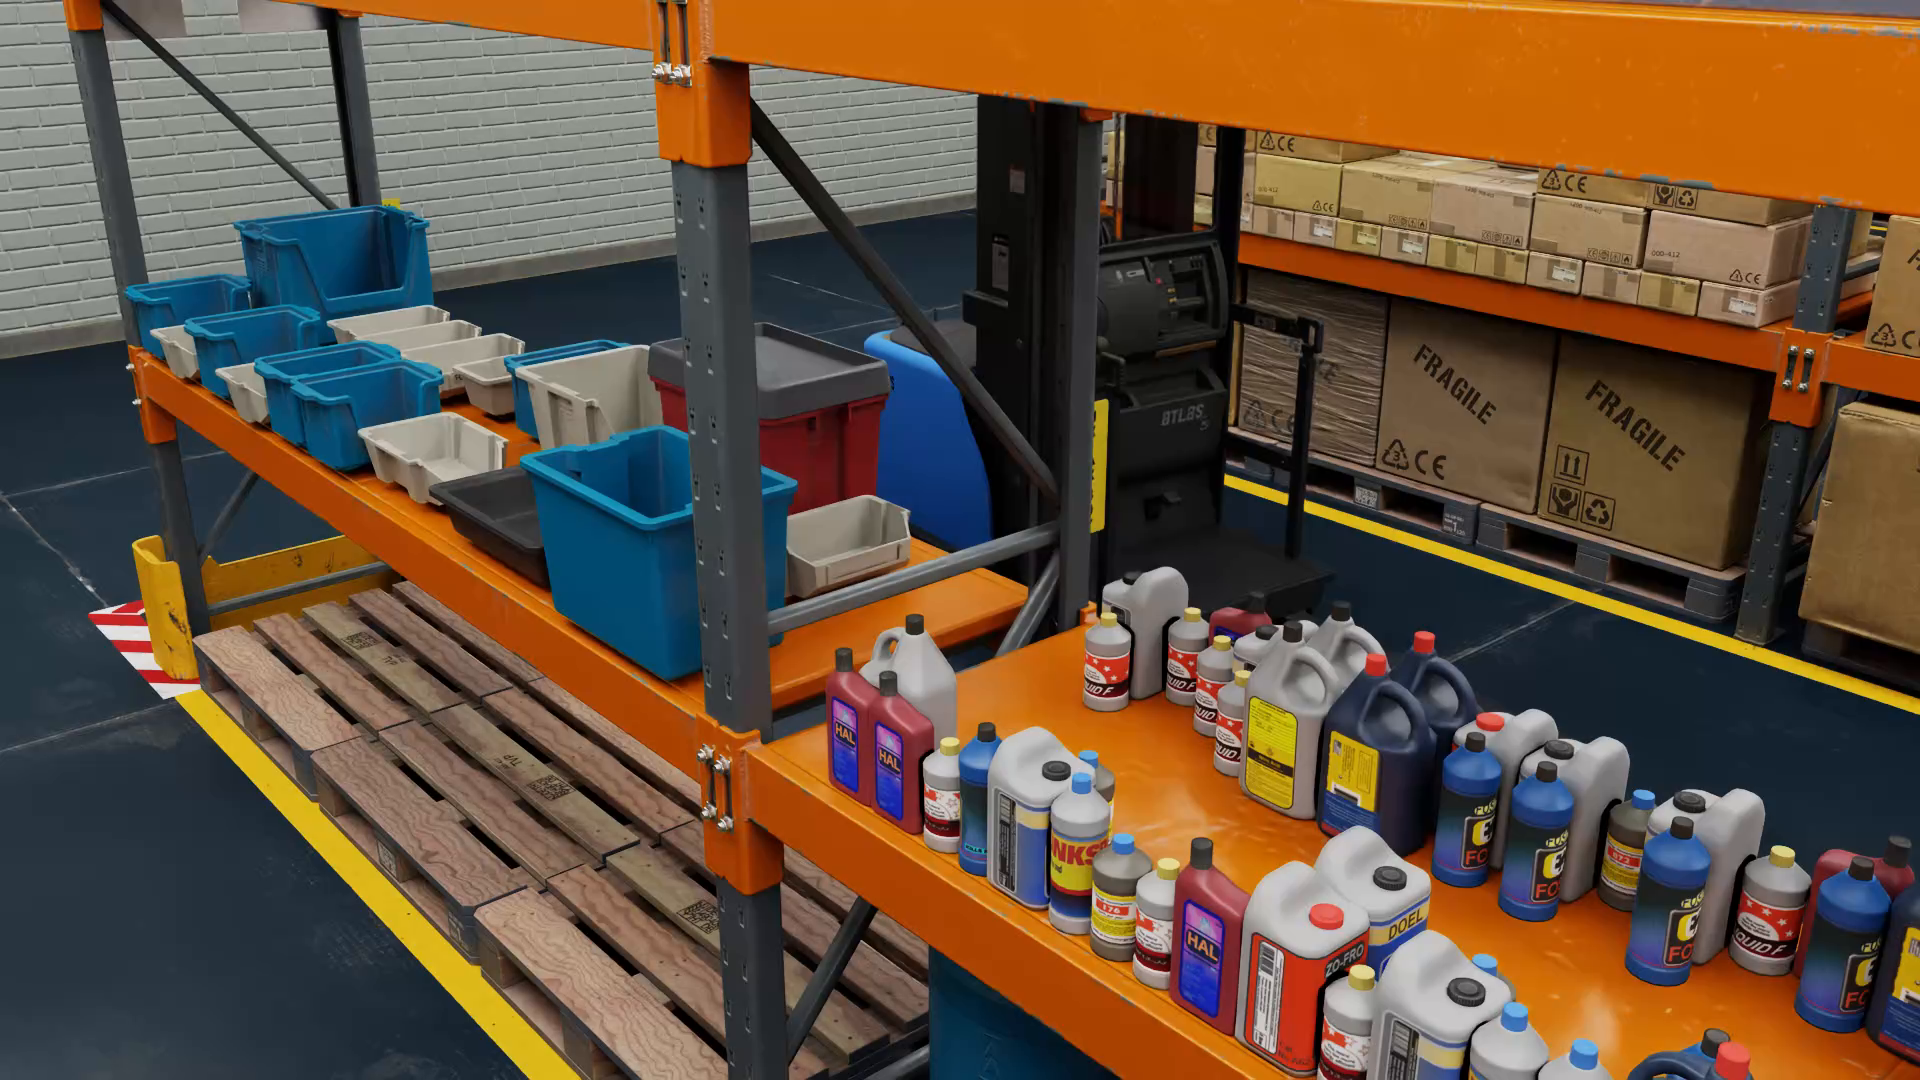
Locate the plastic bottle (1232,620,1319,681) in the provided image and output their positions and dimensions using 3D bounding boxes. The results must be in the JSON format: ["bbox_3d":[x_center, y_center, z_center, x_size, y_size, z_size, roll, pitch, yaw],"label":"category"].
[{"bbox_3d":[0.631,0.283,3.319,0.152,0.276,0.135,-17,27,-37],"label":"plastic bottle"}]

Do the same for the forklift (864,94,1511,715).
[{"bbox_3d":[0.803,-0.936,6.356,1.130,2.935,3.031,-14,25,-32],"label":"forklift"}]

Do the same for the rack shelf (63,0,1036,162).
[{"bbox_3d":[-1.416,-1.522,4.631,1.077,0.370,4.000,-17,27,-37],"label":"rack shelf"}]

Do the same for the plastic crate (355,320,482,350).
[{"bbox_3d":[-1.873,-0.652,5.816,0.396,0.136,0.243,-17,27,-37],"label":"plastic crate"}]

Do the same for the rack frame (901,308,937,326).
[{"bbox_3d":[-0.193,-0.593,8.058,0.200,1.050,0.008,-14,25,-32],"label":"rack frame"}]

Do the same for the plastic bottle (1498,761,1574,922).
[{"bbox_3d":[0.965,0.496,2.780,0.097,0.271,0.097,0,21,0],"label":"plastic bottle"}]

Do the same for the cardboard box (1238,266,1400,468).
[{"bbox_3d":[2.104,-0.989,8.734,0.875,0.875,0.875,-17,27,-37],"label":"cardboard box"}]

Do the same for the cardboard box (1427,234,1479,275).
[{"bbox_3d":[2.356,-1.331,7.614,0.380,0.149,0.250,-18,28,-38],"label":"cardboard box"}]

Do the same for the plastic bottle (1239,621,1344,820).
[{"bbox_3d":[0.629,0.326,3.108,0.144,0.351,0.185,-17,27,-37],"label":"plastic bottle"}]

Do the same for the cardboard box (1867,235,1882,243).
[{"bbox_3d":[6.205,-2.033,11.579,0.380,0.149,0.250,-19,28,-39],"label":"cardboard box"}]

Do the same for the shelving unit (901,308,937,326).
[{"bbox_3d":[-0.125,-0.556,7.964,0.215,1.050,0.252,-14,25,-32],"label":"shelving unit"}]

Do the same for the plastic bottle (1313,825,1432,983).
[{"bbox_3d":[0.623,0.588,2.540,0.152,0.276,0.135,-17,27,-37],"label":"plastic bottle"}]

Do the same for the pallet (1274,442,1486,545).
[{"bbox_3d":[2.405,-0.354,8.600,1.003,0.211,1.213,-17,27,-37],"label":"pallet"}]

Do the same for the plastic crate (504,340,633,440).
[{"bbox_3d":[-1.186,-0.457,5.184,0.416,0.233,0.300,-17,27,-37],"label":"plastic crate"}]

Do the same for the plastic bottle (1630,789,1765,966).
[{"bbox_3d":[1.199,0.523,2.705,0.152,0.276,0.135,-17,27,-37],"label":"plastic bottle"}]

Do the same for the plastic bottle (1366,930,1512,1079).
[{"bbox_3d":[0.659,0.688,2.283,0.152,0.276,0.135,-17,27,-37],"label":"plastic bottle"}]

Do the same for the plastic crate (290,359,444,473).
[{"bbox_3d":[-1.754,-0.370,4.962,0.416,0.233,0.300,-17,27,-37],"label":"plastic crate"}]

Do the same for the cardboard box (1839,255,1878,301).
[{"bbox_3d":[3.701,-1.131,7.103,0.380,0.149,0.250,-17,27,-37],"label":"cardboard box"}]

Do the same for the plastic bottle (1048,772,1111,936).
[{"bbox_3d":[0.197,0.510,2.745,0.097,0.271,0.097,0,21,0],"label":"plastic bottle"}]

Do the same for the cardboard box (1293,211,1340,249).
[{"bbox_3d":[1.854,-1.544,8.157,0.380,0.149,0.250,-18,28,-38],"label":"cardboard box"}]

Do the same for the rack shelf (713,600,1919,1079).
[{"bbox_3d":[1.195,0.980,2.356,1.077,0.370,4.000,-17,27,-37],"label":"rack shelf"}]

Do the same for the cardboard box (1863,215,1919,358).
[{"bbox_3d":[3.753,-0.947,6.151,0.500,0.500,0.500,-17,27,-37],"label":"cardboard box"}]

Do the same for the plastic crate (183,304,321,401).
[{"bbox_3d":[-2.380,-0.634,5.638,0.416,0.233,0.300,-17,27,-37],"label":"plastic crate"}]

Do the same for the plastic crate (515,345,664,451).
[{"bbox_3d":[-0.967,-0.346,4.835,0.437,0.282,0.530,-17,27,-37],"label":"plastic crate"}]

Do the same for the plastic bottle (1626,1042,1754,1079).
[{"bbox_3d":[0.888,0.752,2.017,0.144,0.351,0.185,-17,27,-37],"label":"plastic bottle"}]

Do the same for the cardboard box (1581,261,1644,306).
[{"bbox_3d":[2.859,-1.118,7.070,0.380,0.149,0.250,-18,28,-38],"label":"cardboard box"}]

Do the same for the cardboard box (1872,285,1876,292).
[{"bbox_3d":[6.215,-1.637,10.975,0.380,0.149,0.250,-19,28,-40],"label":"cardboard box"}]

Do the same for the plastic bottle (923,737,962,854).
[{"bbox_3d":[-0.018,0.452,2.990,0.097,0.201,0.097,0,21,0],"label":"plastic bottle"}]

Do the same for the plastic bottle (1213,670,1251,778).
[{"bbox_3d":[0.548,0.352,3.244,0.097,0.201,0.097,0,21,0],"label":"plastic bottle"}]

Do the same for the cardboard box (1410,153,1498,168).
[{"bbox_3d":[2.555,-1.766,8.178,0.500,0.250,0.500,-17,27,-37],"label":"cardboard box"}]

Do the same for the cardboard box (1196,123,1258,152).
[{"bbox_3d":[1.466,-2.275,8.449,0.500,0.500,0.500,-18,28,-39],"label":"cardboard box"}]

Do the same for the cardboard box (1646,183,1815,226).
[{"bbox_3d":[3.140,-1.568,6.644,0.500,0.500,0.500,-16,27,-36],"label":"cardboard box"}]

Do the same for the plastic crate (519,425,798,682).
[{"bbox_3d":[-0.673,0.024,3.750,0.392,0.384,0.575,-17,27,-37],"label":"plastic crate"}]

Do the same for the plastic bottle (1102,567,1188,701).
[{"bbox_3d":[0.392,0.182,3.577,0.152,0.276,0.135,-17,27,-37],"label":"plastic bottle"}]

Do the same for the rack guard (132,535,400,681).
[{"bbox_3d":[-2.747,0.147,6.922,1.175,0.500,0.348,-17,27,-37],"label":"rack guard"}]

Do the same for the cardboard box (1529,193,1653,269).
[{"bbox_3d":[2.816,-1.357,7.135,0.500,0.250,0.500,-16,27,-36],"label":"cardboard box"}]

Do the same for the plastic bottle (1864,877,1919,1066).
[{"bbox_3d":[1.457,0.596,2.418,0.144,0.351,0.185,-17,27,-37],"label":"plastic bottle"}]

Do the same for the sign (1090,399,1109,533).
[{"bbox_3d":[0.308,-0.167,3.918,0.100,0.325,0.005,-17,27,-37],"label":"sign"}]

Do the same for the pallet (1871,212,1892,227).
[{"bbox_3d":[9.120,-3.050,15.483,1.003,0.211,1.213,-17,27,-37],"label":"pallet"}]

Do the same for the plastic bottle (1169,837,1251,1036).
[{"bbox_3d":[0.386,0.595,2.513,0.061,0.283,0.133,-17,27,-37],"label":"plastic bottle"}]

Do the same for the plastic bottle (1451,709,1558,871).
[{"bbox_3d":[0.960,0.422,2.963,0.152,0.276,0.135,-17,27,-37],"label":"plastic bottle"}]

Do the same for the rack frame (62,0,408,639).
[{"bbox_3d":[-2.721,-1.013,6.457,1.000,3.000,0.127,-17,27,-37],"label":"rack frame"}]

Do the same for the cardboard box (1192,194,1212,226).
[{"bbox_3d":[1.349,-1.757,8.702,0.380,0.149,0.250,-18,28,-39],"label":"cardboard box"}]

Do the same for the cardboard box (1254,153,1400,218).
[{"bbox_3d":[1.810,-1.782,8.219,0.500,0.250,0.500,-19,28,-39],"label":"cardboard box"}]

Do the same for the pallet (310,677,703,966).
[{"bbox_3d":[-1.420,0.859,5.500,1.003,0.211,1.213,-17,27,-37],"label":"pallet"}]
